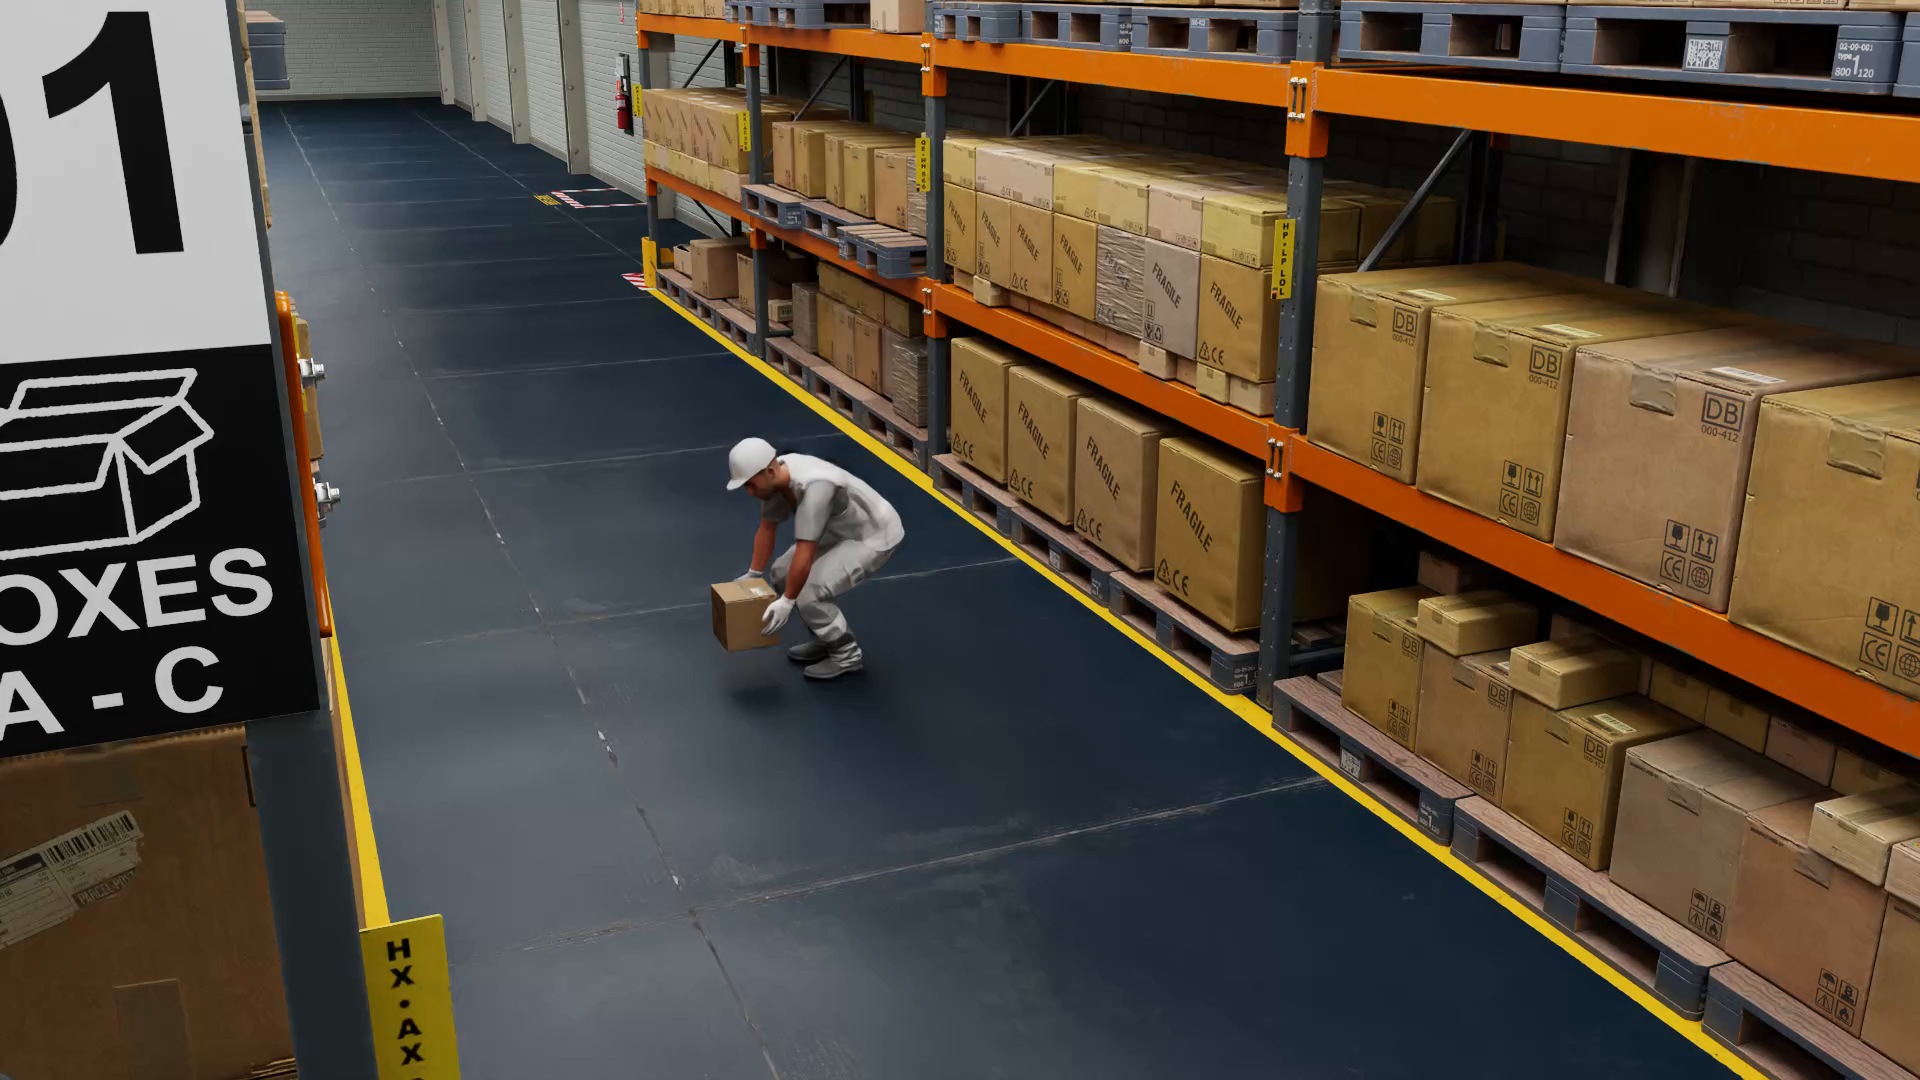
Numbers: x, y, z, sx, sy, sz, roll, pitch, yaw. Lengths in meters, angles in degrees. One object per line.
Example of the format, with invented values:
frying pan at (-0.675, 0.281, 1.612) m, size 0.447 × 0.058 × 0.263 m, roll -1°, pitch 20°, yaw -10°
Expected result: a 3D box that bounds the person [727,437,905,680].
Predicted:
person at (-0.668, 0.063, 7.785) m, size 0.844 × 1.186 × 0.581 m, roll -8°, pitch 20°, yaw -22°
